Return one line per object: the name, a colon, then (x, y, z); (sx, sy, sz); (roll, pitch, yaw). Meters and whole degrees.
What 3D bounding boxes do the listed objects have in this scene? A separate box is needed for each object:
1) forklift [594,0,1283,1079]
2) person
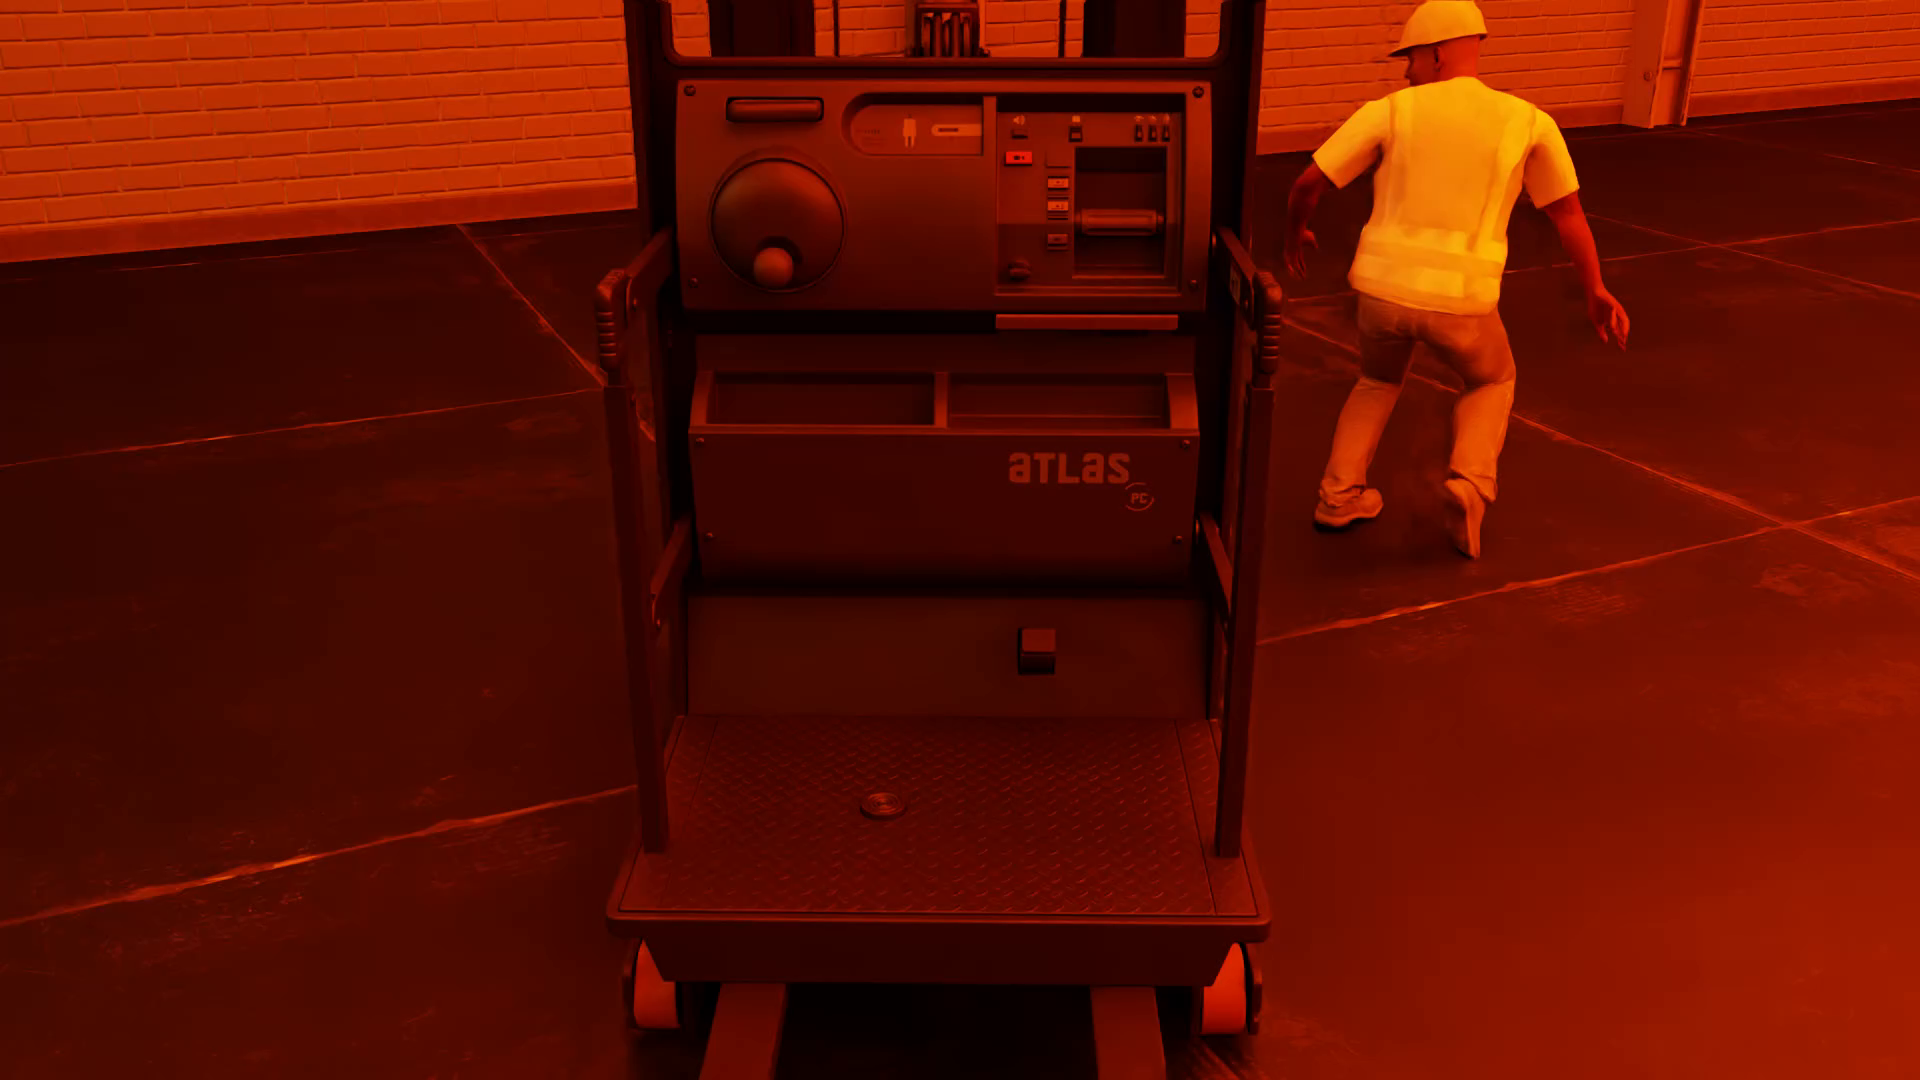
forklift: (-0.030, -0.589, 2.705); (1.130, 2.935, 3.031); (0, 23, 1)
person: (1.446, -0.746, 4.915); (1.018, 1.617, 0.535); (8, 24, 18)
